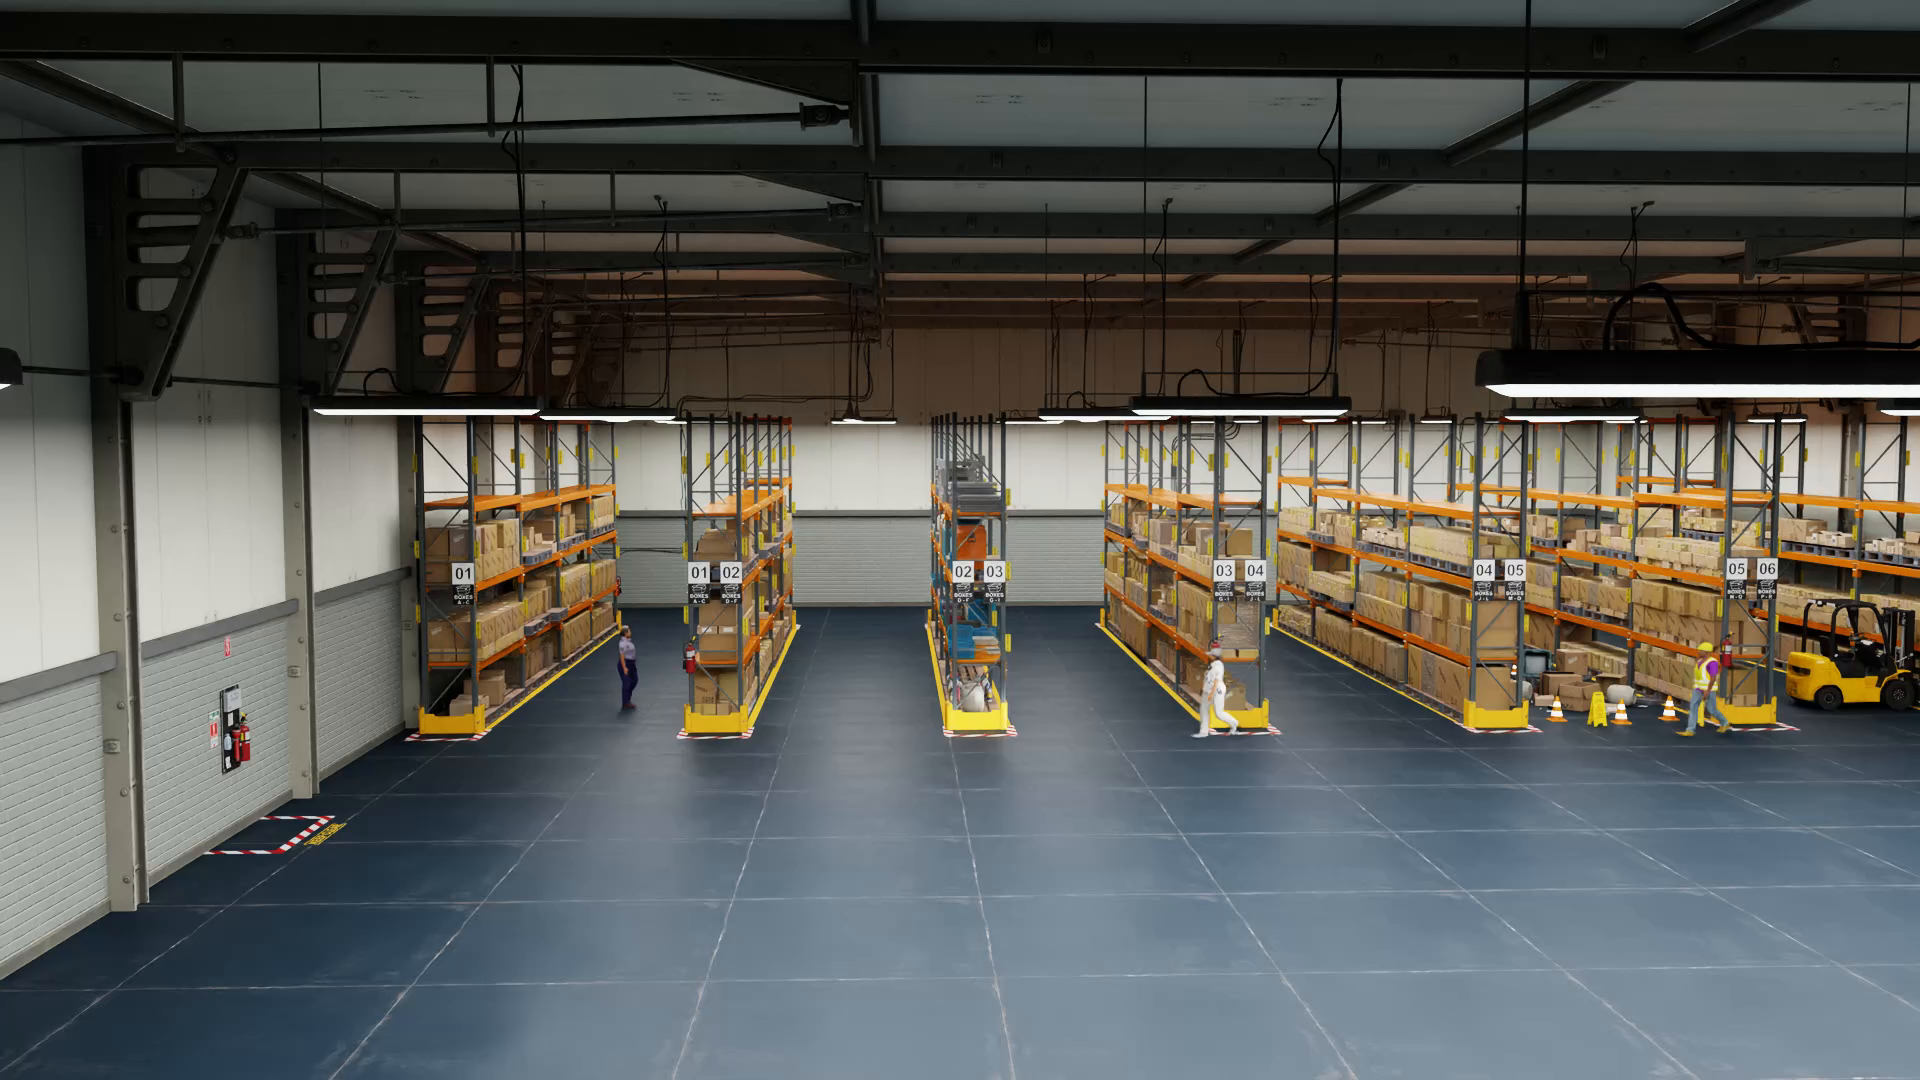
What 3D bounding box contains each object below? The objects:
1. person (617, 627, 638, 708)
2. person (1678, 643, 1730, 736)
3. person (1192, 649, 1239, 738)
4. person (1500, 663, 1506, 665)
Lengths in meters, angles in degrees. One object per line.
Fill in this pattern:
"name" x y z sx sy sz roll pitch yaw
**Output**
"person" -6.803 2.604 34.032 0.455 1.676 0.552 1 4 11
"person" 13.781 2.764 30.702 1.002 1.741 0.526 -2 4 -25
"person" 4.696 2.813 30.608 0.794 1.642 0.461 -2 4 -30
"person" 12.792 2.198 39.476 0.526 1.694 0.675 -1 4 -12
